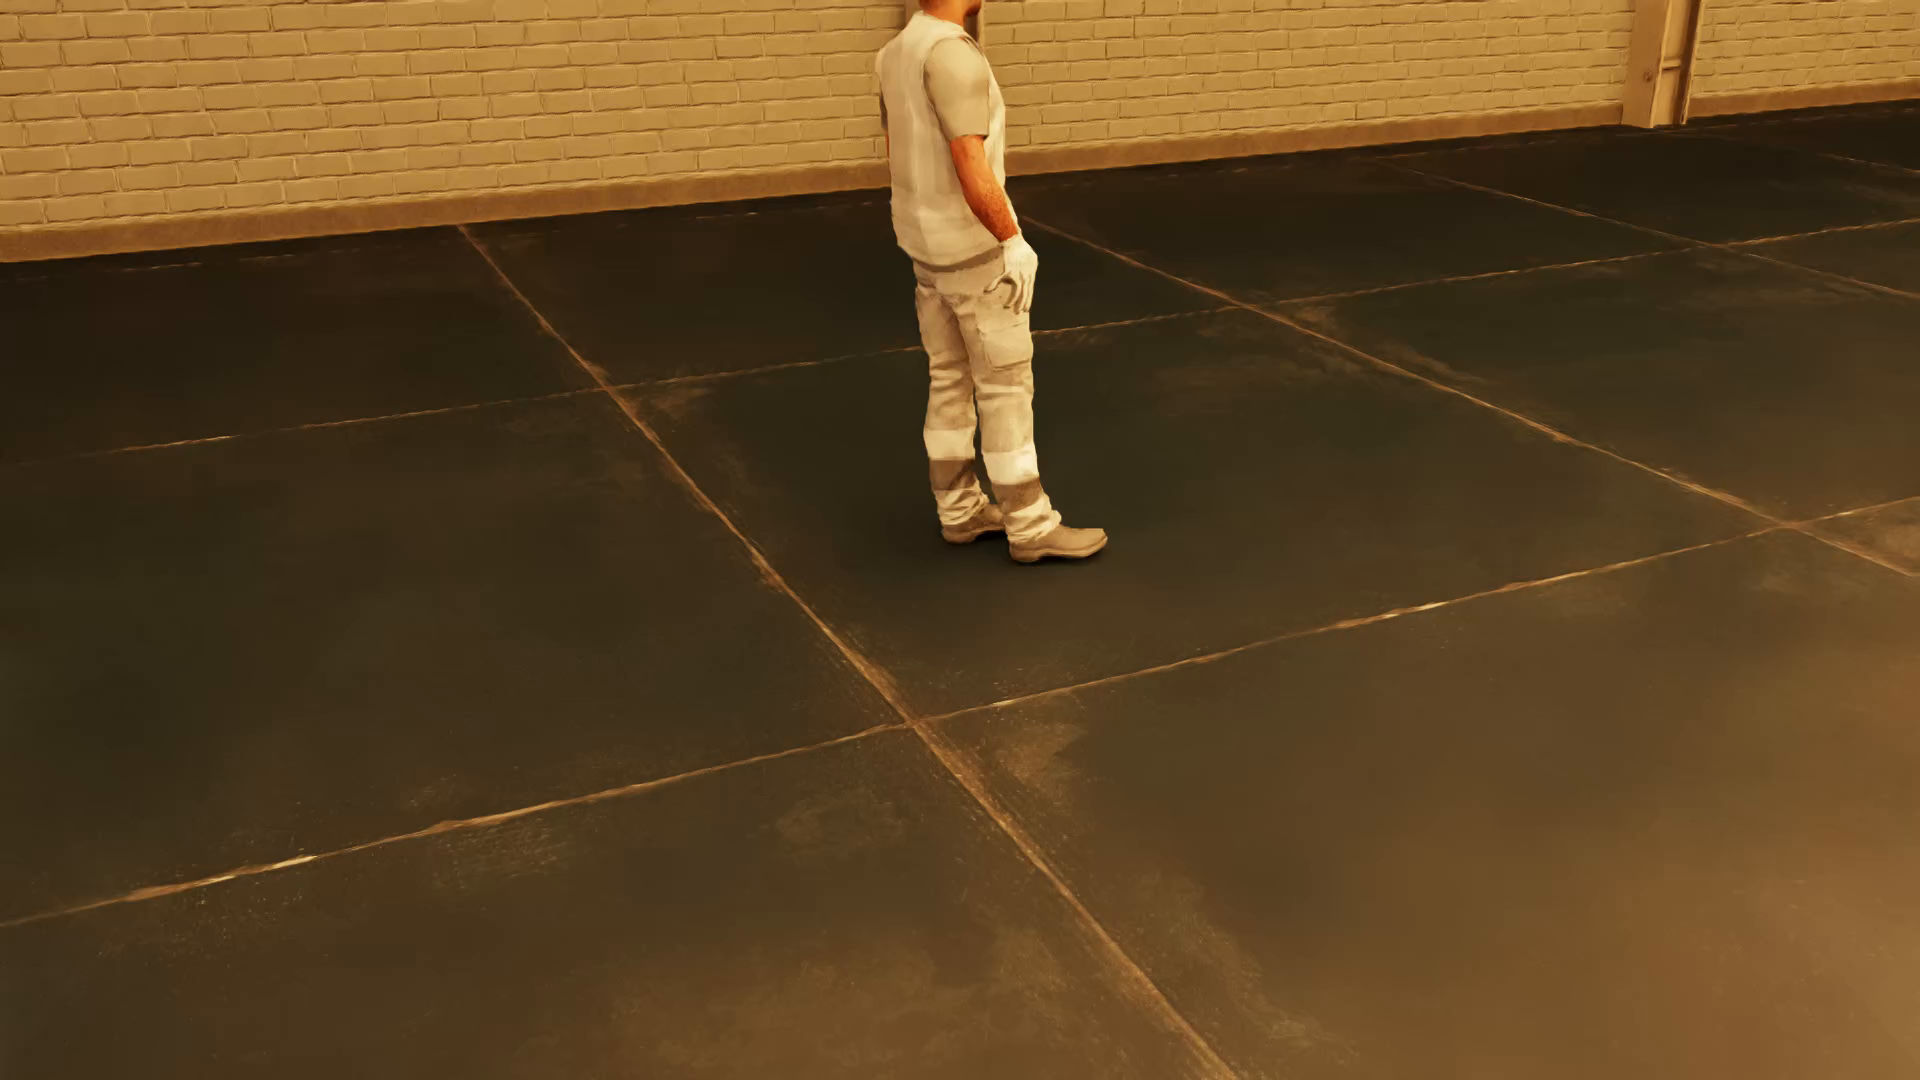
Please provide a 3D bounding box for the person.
[{"bbox_3d":[0.077,-0.842,4.783,0.563,1.787,0.637,-10,25,-23],"label":"person"}]
